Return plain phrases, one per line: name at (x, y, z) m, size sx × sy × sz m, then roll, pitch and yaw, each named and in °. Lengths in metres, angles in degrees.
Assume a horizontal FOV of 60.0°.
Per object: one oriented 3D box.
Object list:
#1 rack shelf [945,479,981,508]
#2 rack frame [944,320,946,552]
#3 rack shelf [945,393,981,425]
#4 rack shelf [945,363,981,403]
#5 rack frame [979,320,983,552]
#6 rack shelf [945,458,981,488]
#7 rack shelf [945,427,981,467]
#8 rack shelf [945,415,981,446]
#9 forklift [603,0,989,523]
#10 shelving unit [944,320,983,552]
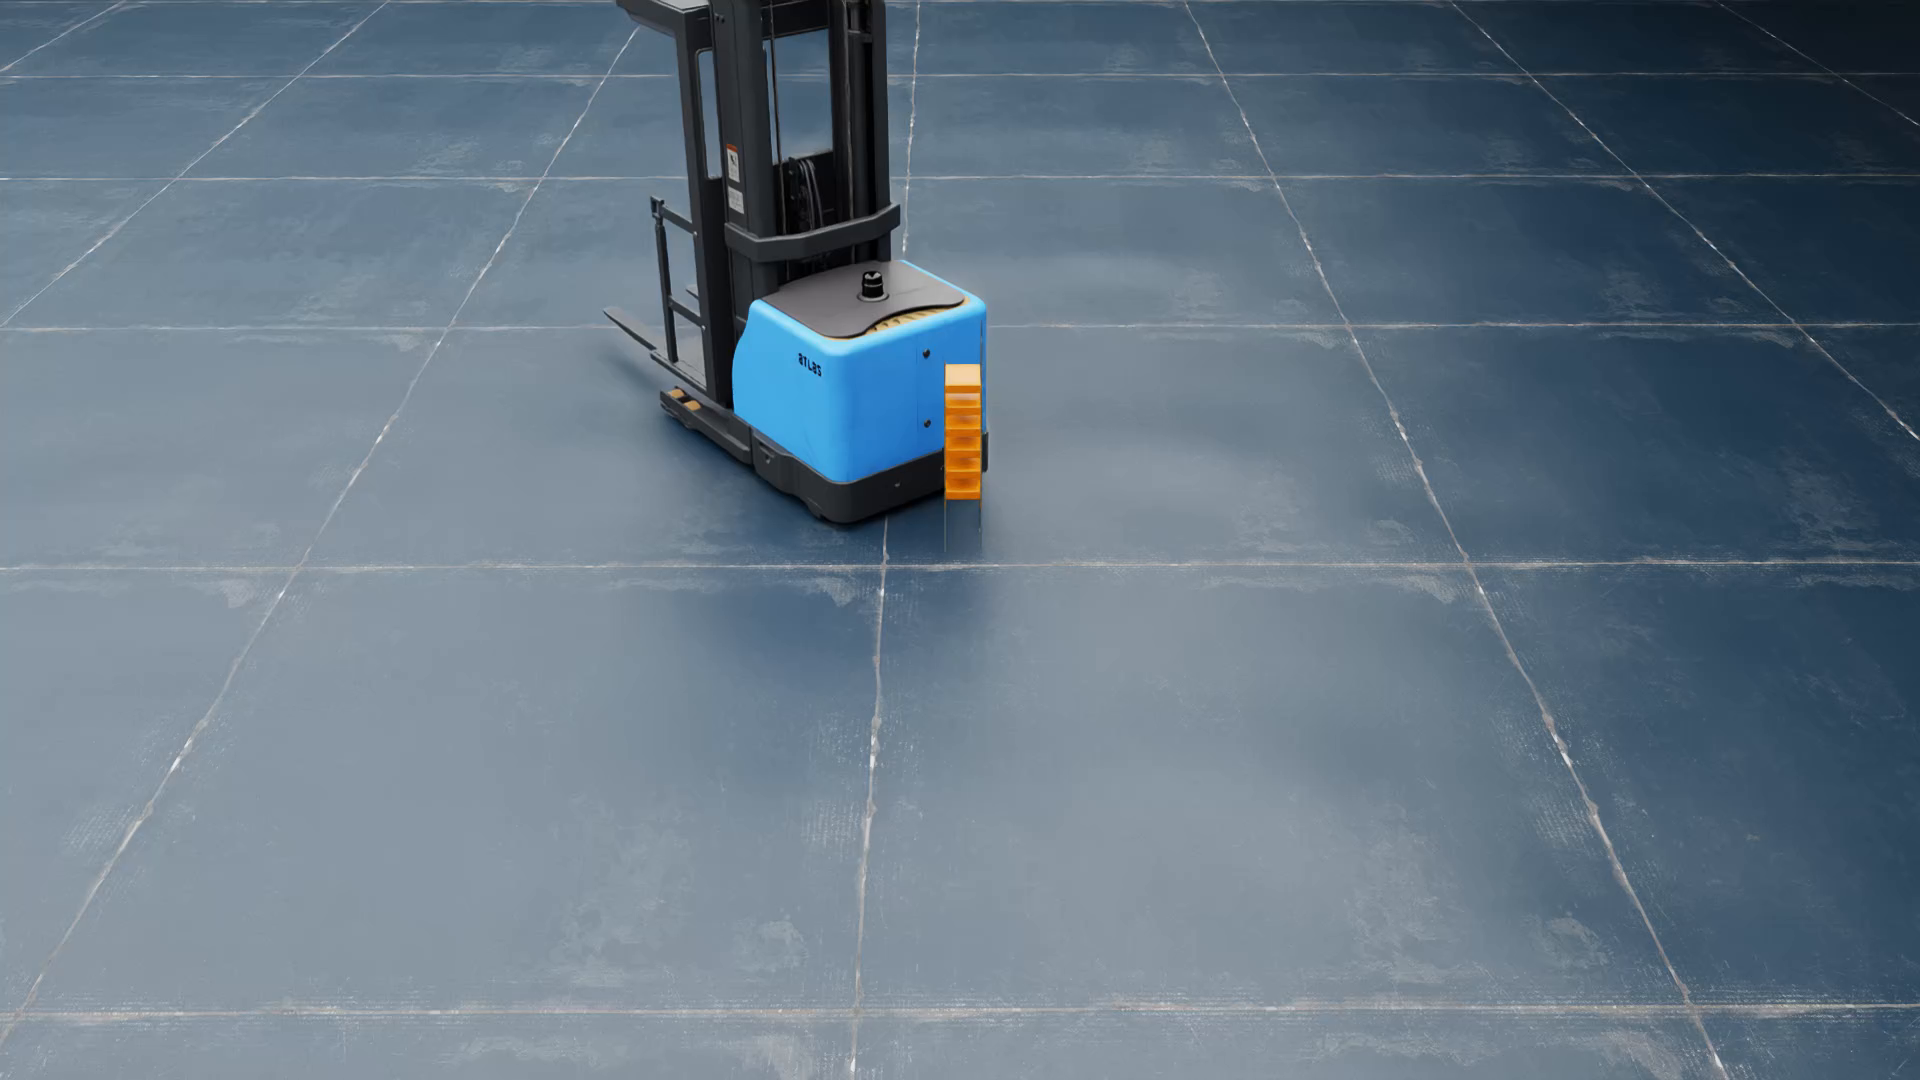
rack shelf at (0.014, -0.270, 8.586) m, size 0.180 × 0.103 × 0.258 m, roll 0°, pitch 31°, yaw 0°
rack frame at (-0.077, -0.513, 8.438) m, size 0.006 × 1.200 × 0.240 m, roll 0°, pitch 31°, yaw 0°
rack shelf at (0.014, -0.680, 8.337) m, size 0.180 × 0.103 × 0.258 m, roll 0°, pitch 31°, yaw 0°
rack shelf at (0.014, -0.783, 8.275) m, size 0.180 × 0.103 × 0.258 m, roll 0°, pitch 31°, yaw 0°
rack frame at (0.106, -0.513, 8.439) m, size 0.006 × 1.200 × 0.240 m, roll 0°, pitch 31°, yaw 0°
rack shelf at (0.014, -0.372, 8.524) m, size 0.180 × 0.103 × 0.258 m, roll 0°, pitch 31°, yaw 0°
rack shelf at (0.014, -0.475, 8.462) m, size 0.180 × 0.103 × 0.258 m, roll 0°, pitch 31°, yaw 0°
rack shelf at (0.014, -0.578, 8.400) m, size 0.180 × 0.103 × 0.258 m, roll 0°, pitch 31°, yaw 0°
forklift at (-1.136, -2.047, 9.298) m, size 1.130 × 2.935 × 3.031 m, roll -22°, pitch 37°, yaw -31°
shelving unit at (0.014, -0.513, 8.439) m, size 0.189 × 1.200 × 0.258 m, roll 0°, pitch 31°, yaw 0°
